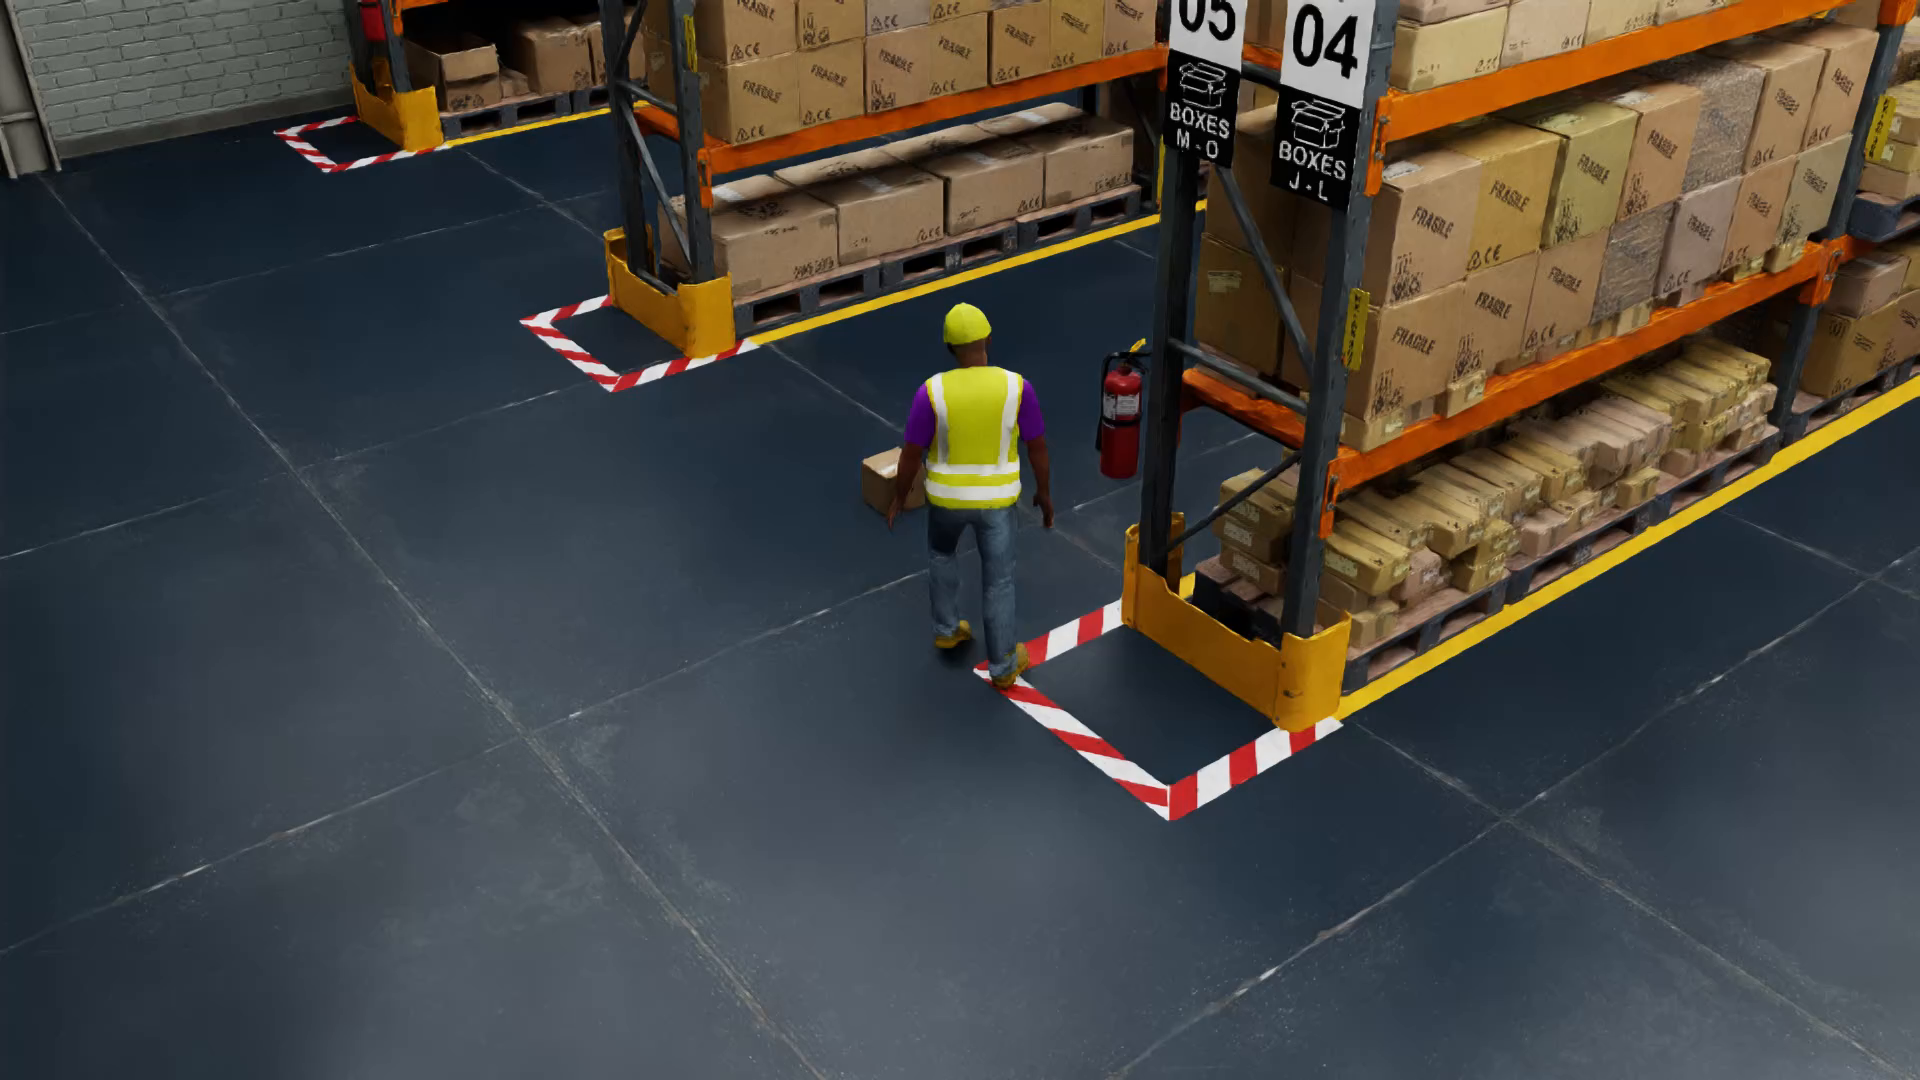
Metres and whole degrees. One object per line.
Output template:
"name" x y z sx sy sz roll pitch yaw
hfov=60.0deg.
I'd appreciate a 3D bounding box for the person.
"person" 0.046 -0.197 7.420 0.754 1.744 0.571 0 32 0
